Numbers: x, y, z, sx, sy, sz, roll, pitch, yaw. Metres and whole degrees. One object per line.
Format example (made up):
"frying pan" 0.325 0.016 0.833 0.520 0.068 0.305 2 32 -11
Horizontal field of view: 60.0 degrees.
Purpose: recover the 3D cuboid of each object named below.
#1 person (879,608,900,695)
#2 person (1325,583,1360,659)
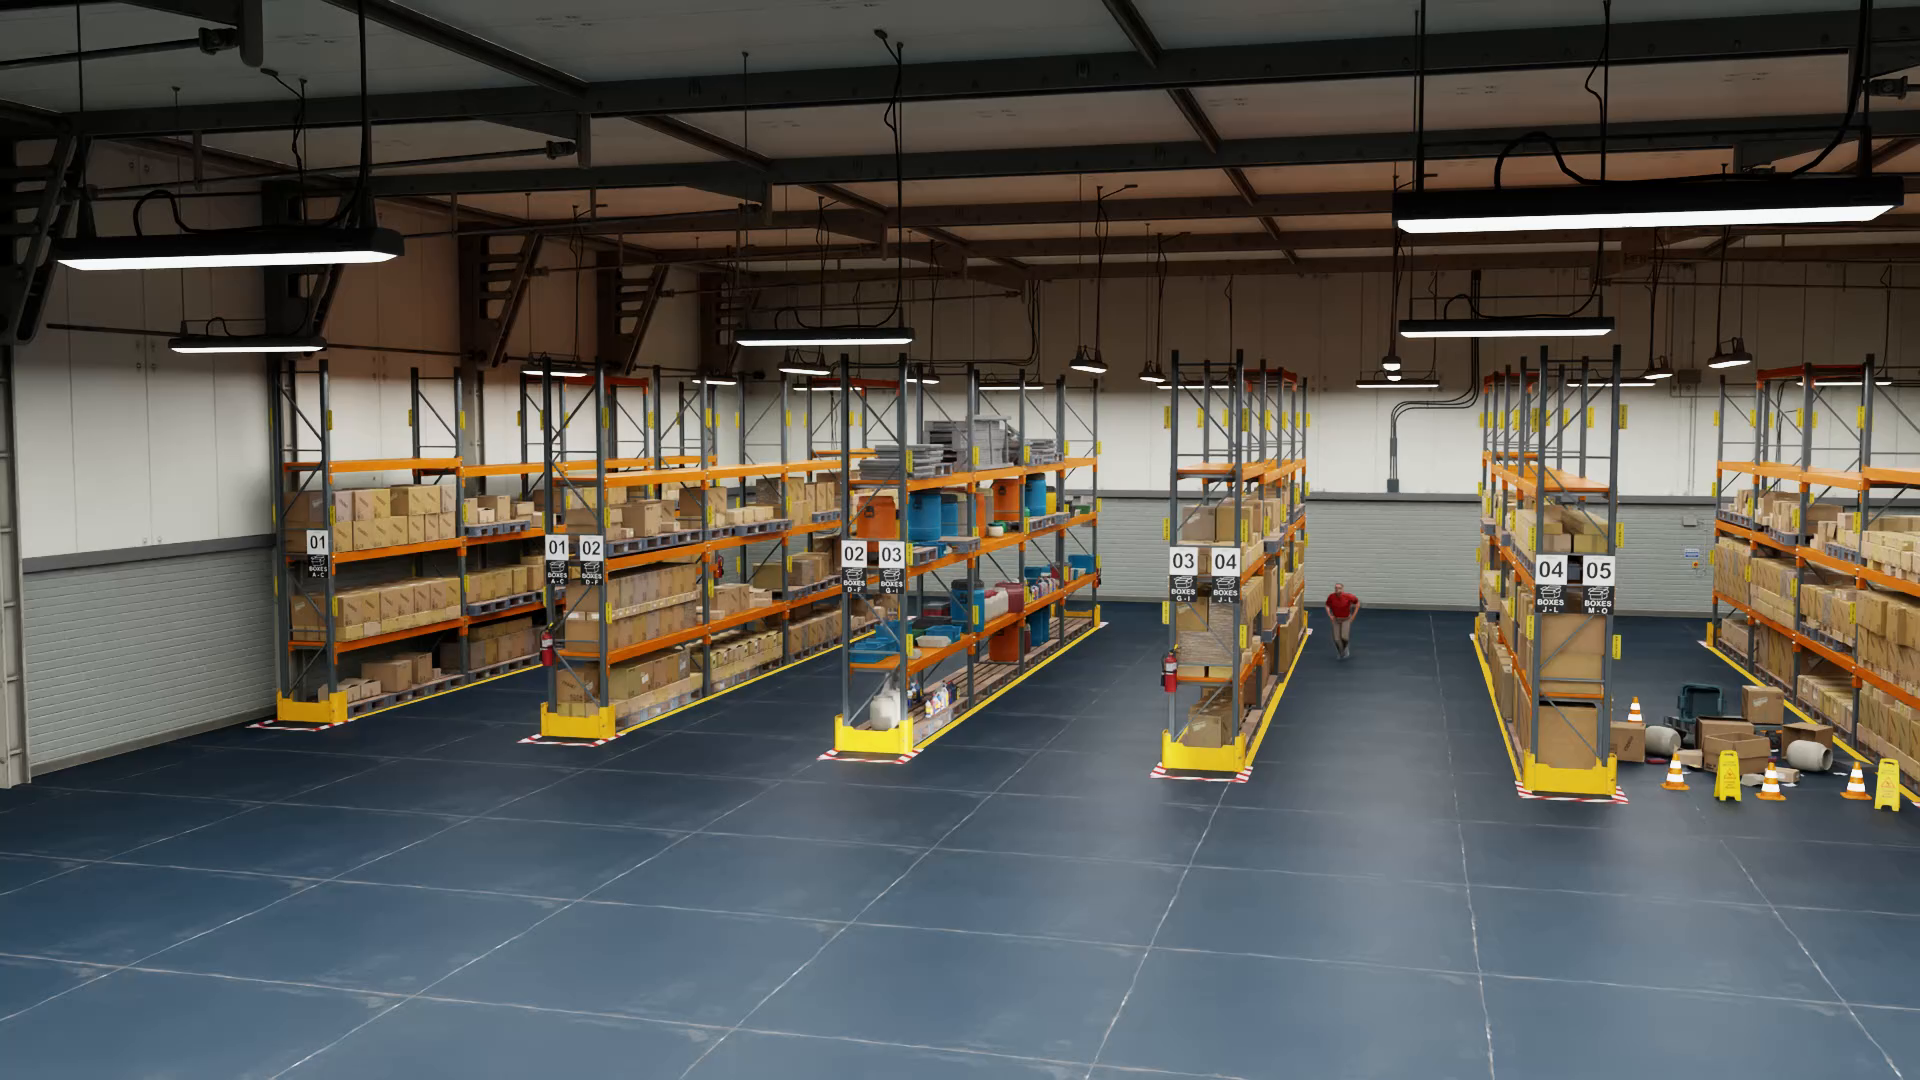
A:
"person" -1.260 2.020 30.142 0.462 1.595 1.045 2 5 24
"person" 7.995 1.693 34.730 0.712 1.637 0.718 2 4 23
